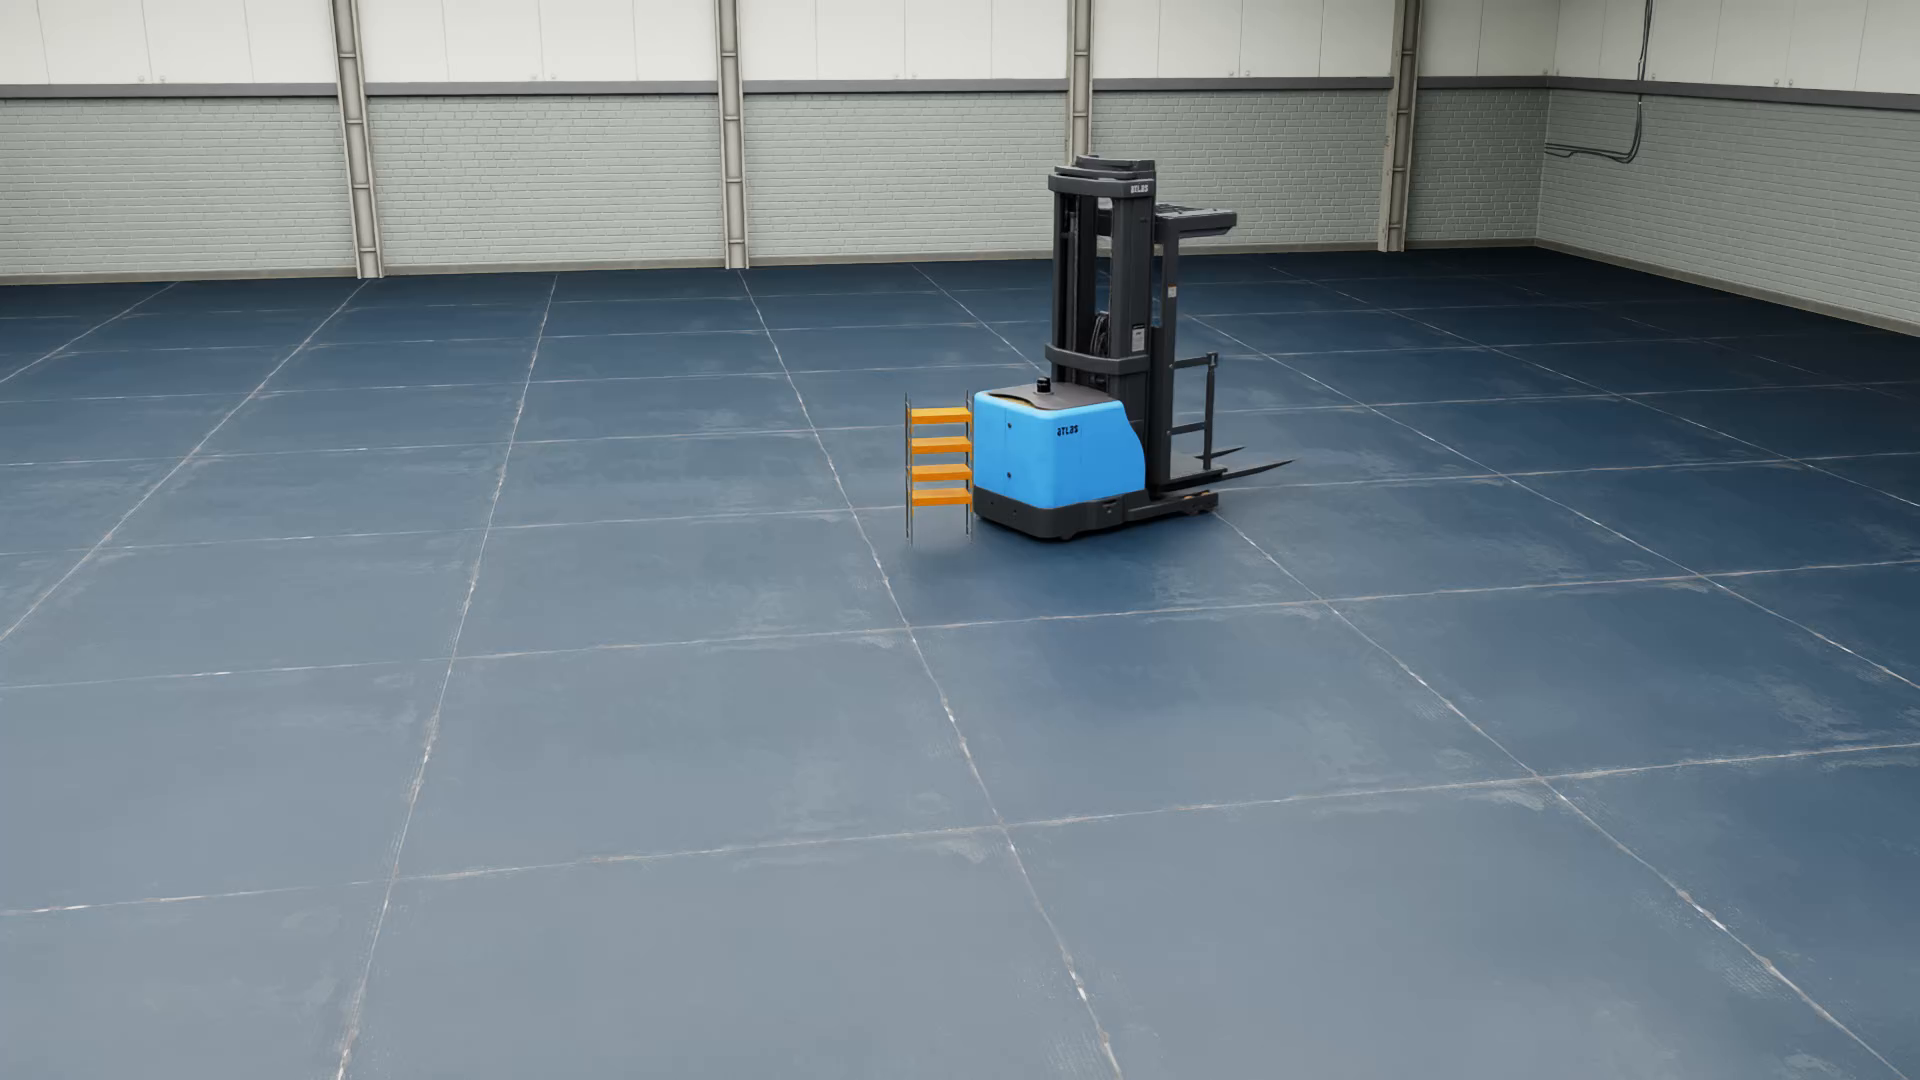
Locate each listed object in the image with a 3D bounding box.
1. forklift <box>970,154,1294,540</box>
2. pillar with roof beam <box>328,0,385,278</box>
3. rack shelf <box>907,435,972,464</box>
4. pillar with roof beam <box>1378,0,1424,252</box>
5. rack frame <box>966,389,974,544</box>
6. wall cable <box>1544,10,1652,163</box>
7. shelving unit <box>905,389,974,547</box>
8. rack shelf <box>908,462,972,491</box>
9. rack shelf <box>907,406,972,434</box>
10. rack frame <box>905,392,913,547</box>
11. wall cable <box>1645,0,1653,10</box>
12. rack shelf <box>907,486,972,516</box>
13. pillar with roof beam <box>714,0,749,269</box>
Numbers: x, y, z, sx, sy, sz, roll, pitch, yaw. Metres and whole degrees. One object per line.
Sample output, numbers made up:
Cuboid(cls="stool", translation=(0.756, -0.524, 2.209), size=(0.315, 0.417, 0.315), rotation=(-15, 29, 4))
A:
Cuboid(cls="forklift", translation=(1.575, -1.721, 13.922), size=(3.031, 2.935, 1.130), rotation=(-12, 21, -34))
Cuboid(cls="pillar with roof beam", translation=(-8.903, -7.406, 22.097), size=(0.400, 9.000, 9.100), rotation=(-3, 17, -10))
Cuboid(cls="rack shelf", translation=(-0.163, -0.714, 13.060), size=(0.480, 0.148, 0.258), rotation=(-3, 17, -10))
Cuboid(cls="pillar with roof beam", translation=(8.771, -8.408, 25.361), size=(0.400, 9.000, 9.100), rotation=(-3, 17, -10))
Cuboid(cls="rack frame", translation=(0.077, -0.578, 13.150), size=(0.015, 1.200, 0.240), rotation=(-3, 17, -10))
Cuboid(cls="wall cable", translation=(11.097, -7.948, 29.151), size=(0.112, 2.526, 3.097), rotation=(-3, 17, -10))
Cuboid(cls="shelving unit", translation=(-0.163, -0.564, 13.106), size=(0.503, 1.200, 0.258), rotation=(-3, 17, -10))
Cuboid(cls="rack shelf", translation=(-0.163, -0.500, 13.125), size=(0.480, 0.148, 0.258), rotation=(-3, 17, -10))
Cuboid(cls="rack shelf", translation=(-0.163, -0.940, 12.990), size=(0.480, 0.148, 0.258), rotation=(-3, 17, -10))
Cuboid(cls="rack frame", translation=(-0.402, -0.551, 13.061), size=(0.015, 1.200, 0.240), rotation=(-3, 17, -10))
Cuboid(cls="wall cable", translation=(11.610, -9.582, 25.870), size=(0.112, 2.526, 3.097), rotation=(-3, 17, -10))
Cuboid(cls="rack shelf", translation=(-0.163, -0.310, 13.184), size=(0.480, 0.148, 0.258), rotation=(-3, 17, -10))
Cuboid(cls="pillar with roof beam", translation=(-3.011, -7.740, 23.185), size=(0.400, 9.000, 9.100), rotation=(-3, 17, -10))
